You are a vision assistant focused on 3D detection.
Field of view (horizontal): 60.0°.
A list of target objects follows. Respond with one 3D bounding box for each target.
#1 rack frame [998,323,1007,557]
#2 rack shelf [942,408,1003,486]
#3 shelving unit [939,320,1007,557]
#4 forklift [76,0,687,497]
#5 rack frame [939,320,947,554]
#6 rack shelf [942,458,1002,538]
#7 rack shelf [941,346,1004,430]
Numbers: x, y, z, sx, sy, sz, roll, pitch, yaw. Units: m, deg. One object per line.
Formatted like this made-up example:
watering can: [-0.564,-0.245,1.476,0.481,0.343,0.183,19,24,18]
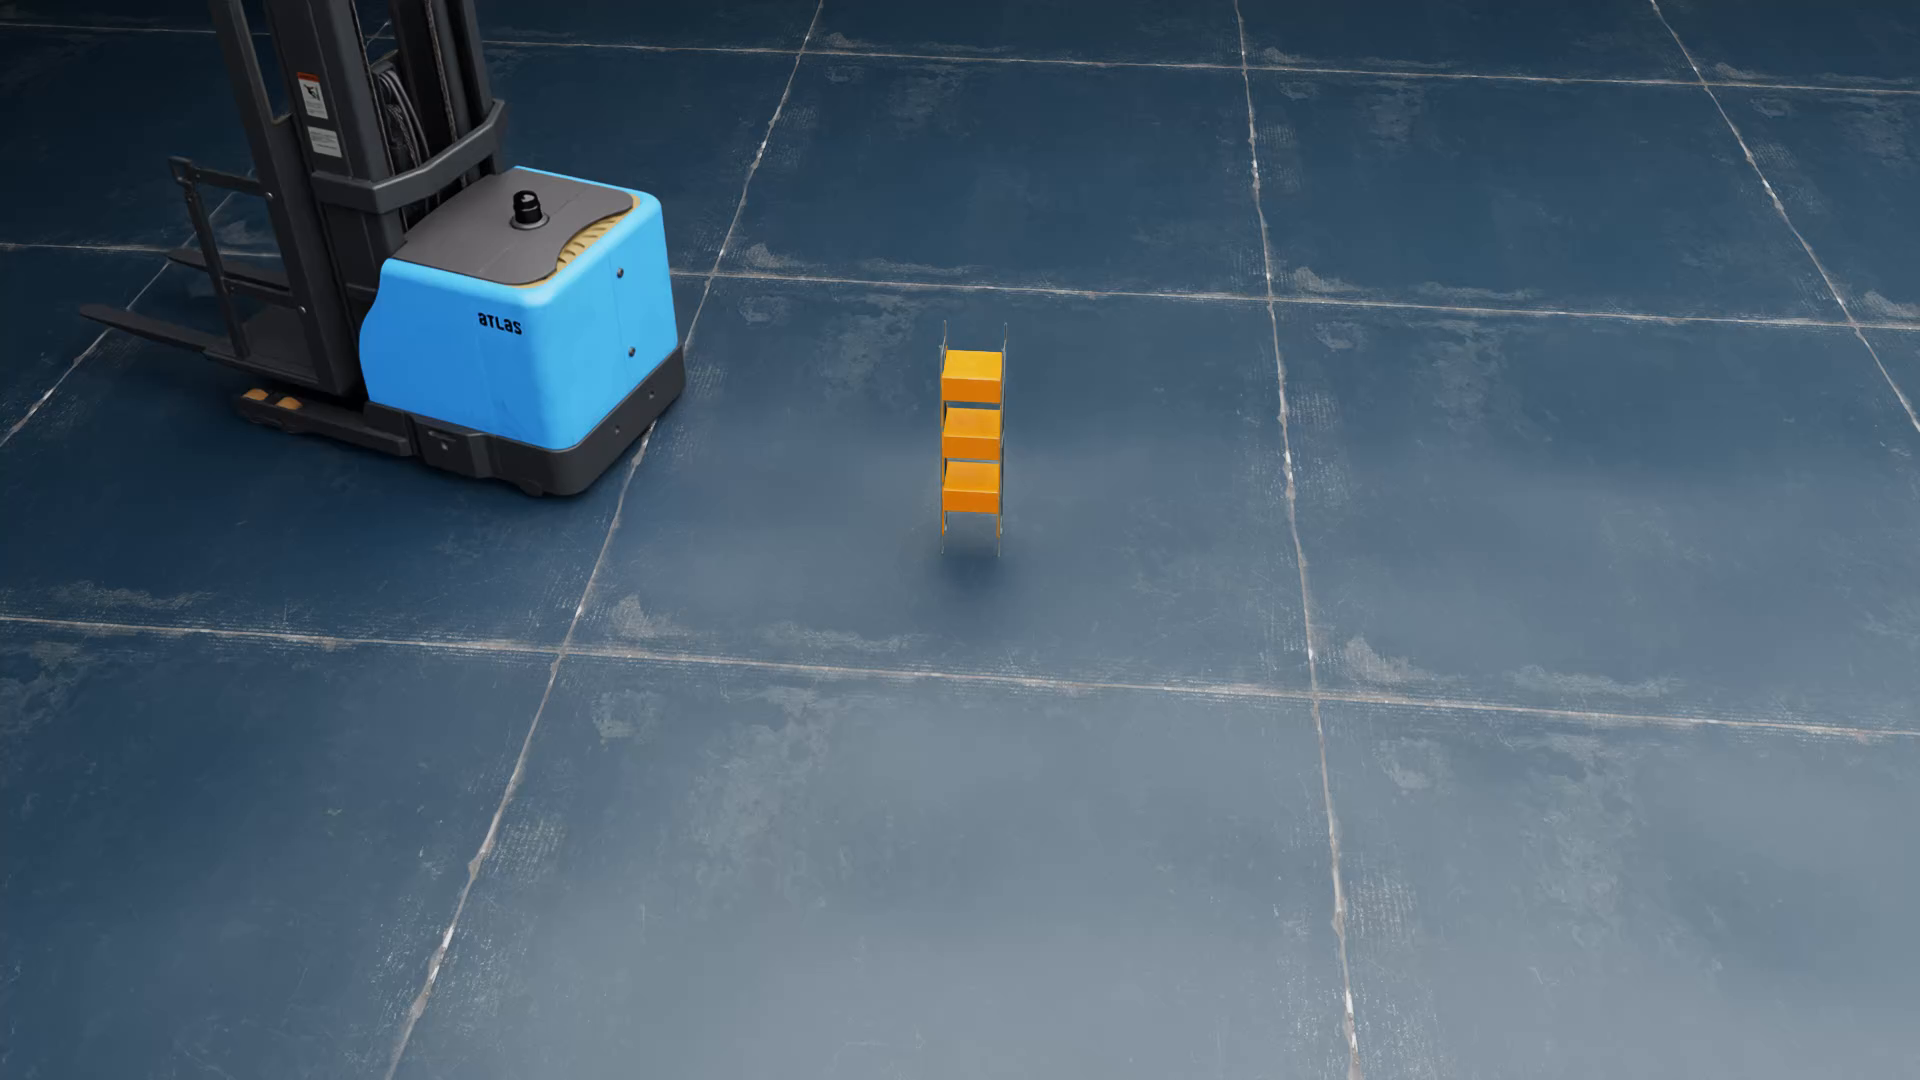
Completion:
rack frame: [0.175,-0.398,6.907,0.008,1.050,0.200,3,39,4]
rack shelf: [0.053,-0.396,6.922,0.240,0.259,0.215,3,39,4]
shelving unit: [0.053,-0.404,6.915,0.252,1.050,0.215,3,39,4]
forklift: [-2.892,-1.933,7.304,3.031,2.935,1.130,15,41,18]
rack frame: [-0.068,-0.411,6.923,0.008,1.050,0.200,3,39,4]
rack shelf: [0.053,-0.180,7.097,0.240,0.259,0.215,3,39,4]
rack shelf: [0.053,-0.616,6.743,0.240,0.259,0.215,3,39,4]
